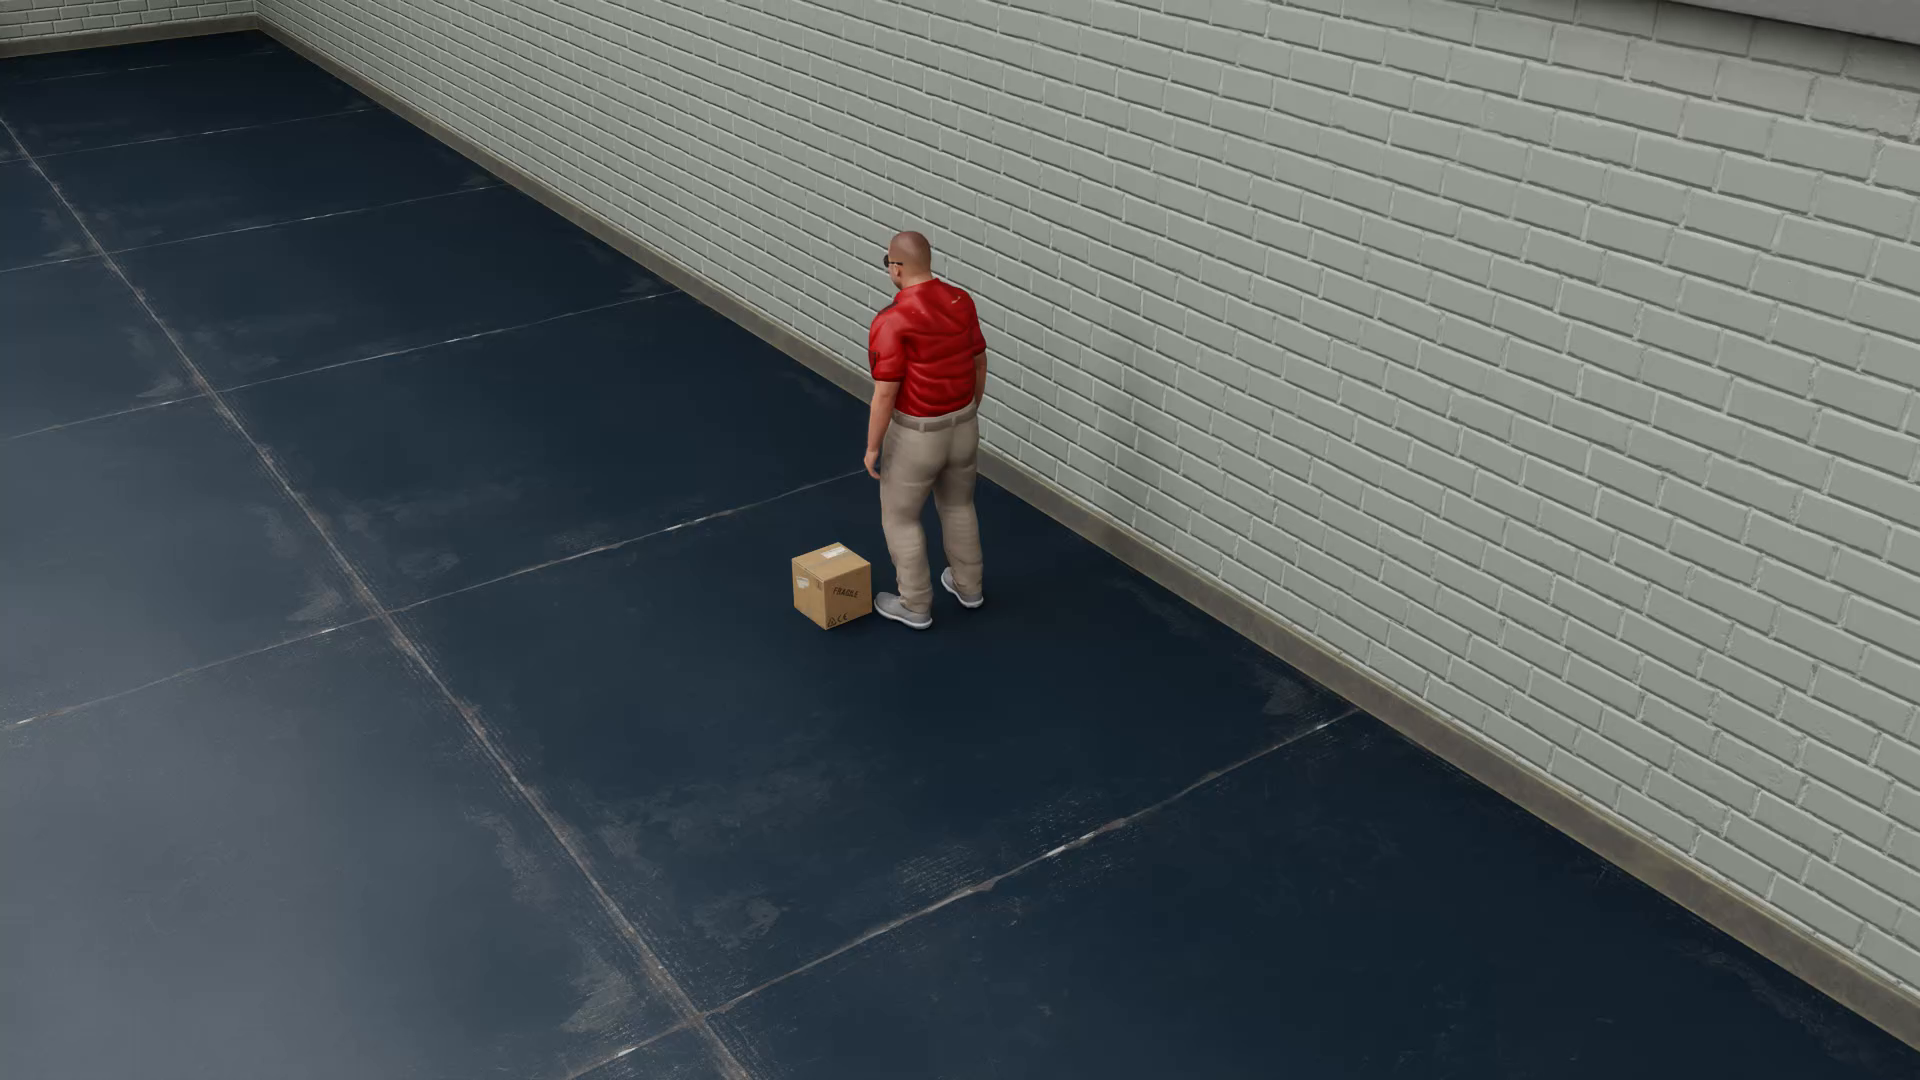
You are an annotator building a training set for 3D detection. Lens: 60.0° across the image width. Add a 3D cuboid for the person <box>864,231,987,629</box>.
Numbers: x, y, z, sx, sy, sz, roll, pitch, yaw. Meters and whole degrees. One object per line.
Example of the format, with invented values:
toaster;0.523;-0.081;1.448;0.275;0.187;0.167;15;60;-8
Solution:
person;-0.141;-0.448;6.966;0.606;1.727;0.389;-21;35;-33
